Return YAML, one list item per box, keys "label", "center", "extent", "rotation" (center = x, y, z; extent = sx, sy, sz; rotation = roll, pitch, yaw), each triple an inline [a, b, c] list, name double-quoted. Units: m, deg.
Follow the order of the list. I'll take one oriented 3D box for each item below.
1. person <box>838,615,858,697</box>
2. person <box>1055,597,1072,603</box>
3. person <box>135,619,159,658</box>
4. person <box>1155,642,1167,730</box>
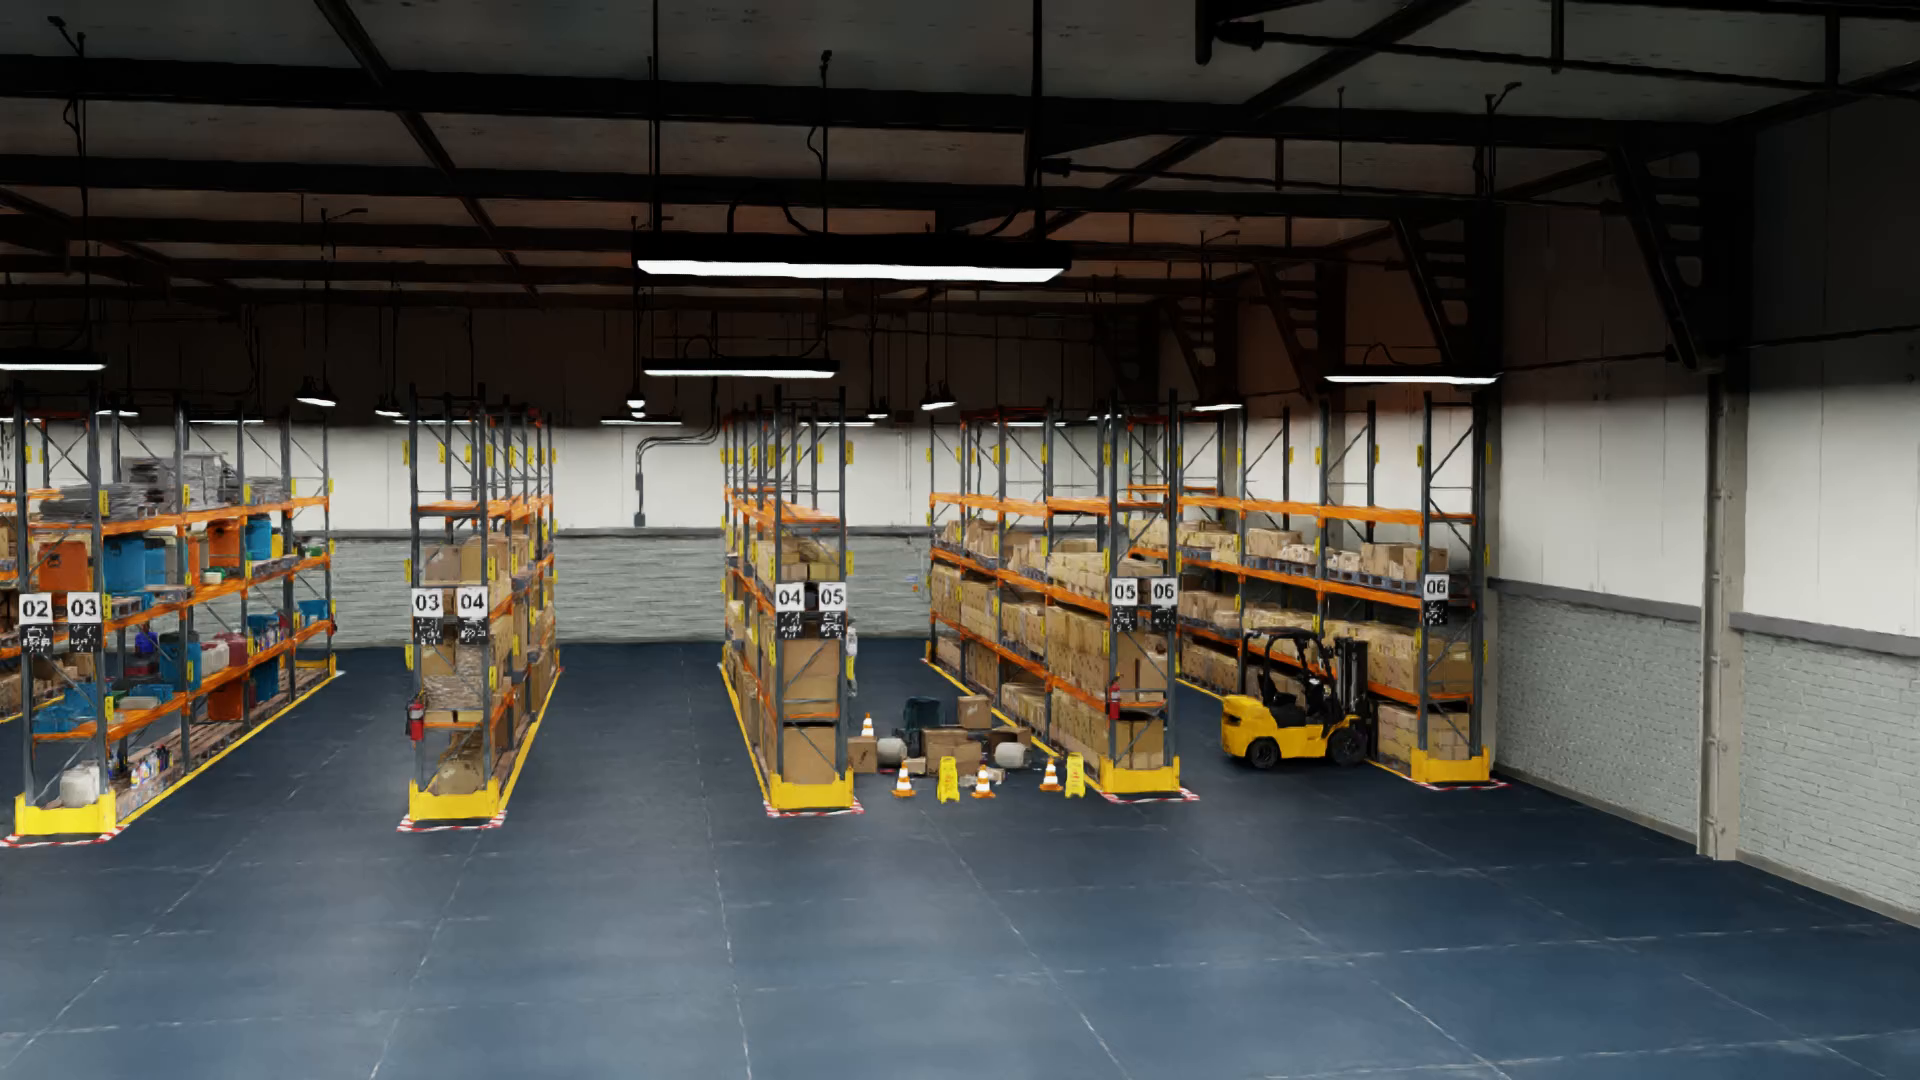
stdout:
- label: "person"
  center: [-2.339, 2.402, 34.585]
  extent: [0.542, 1.667, 0.572]
  rotation: [1, 3, 21]
- label: "person"
  center: [2.870, 1.855, 45.502]
  extent: [0.573, 1.655, 0.488]
  rotation: [3, 4, 44]
- label: "person"
  center: [-17.012, 2.436, 34.775]
  extent: [0.447, 1.574, 1.088]
  rotation: [0, 3, -9]
- label: "person"
  center: [3.629, 2.658, 30.266]
  extent: [0.454, 1.599, 0.467]
  rotation: [1, 3, 20]
